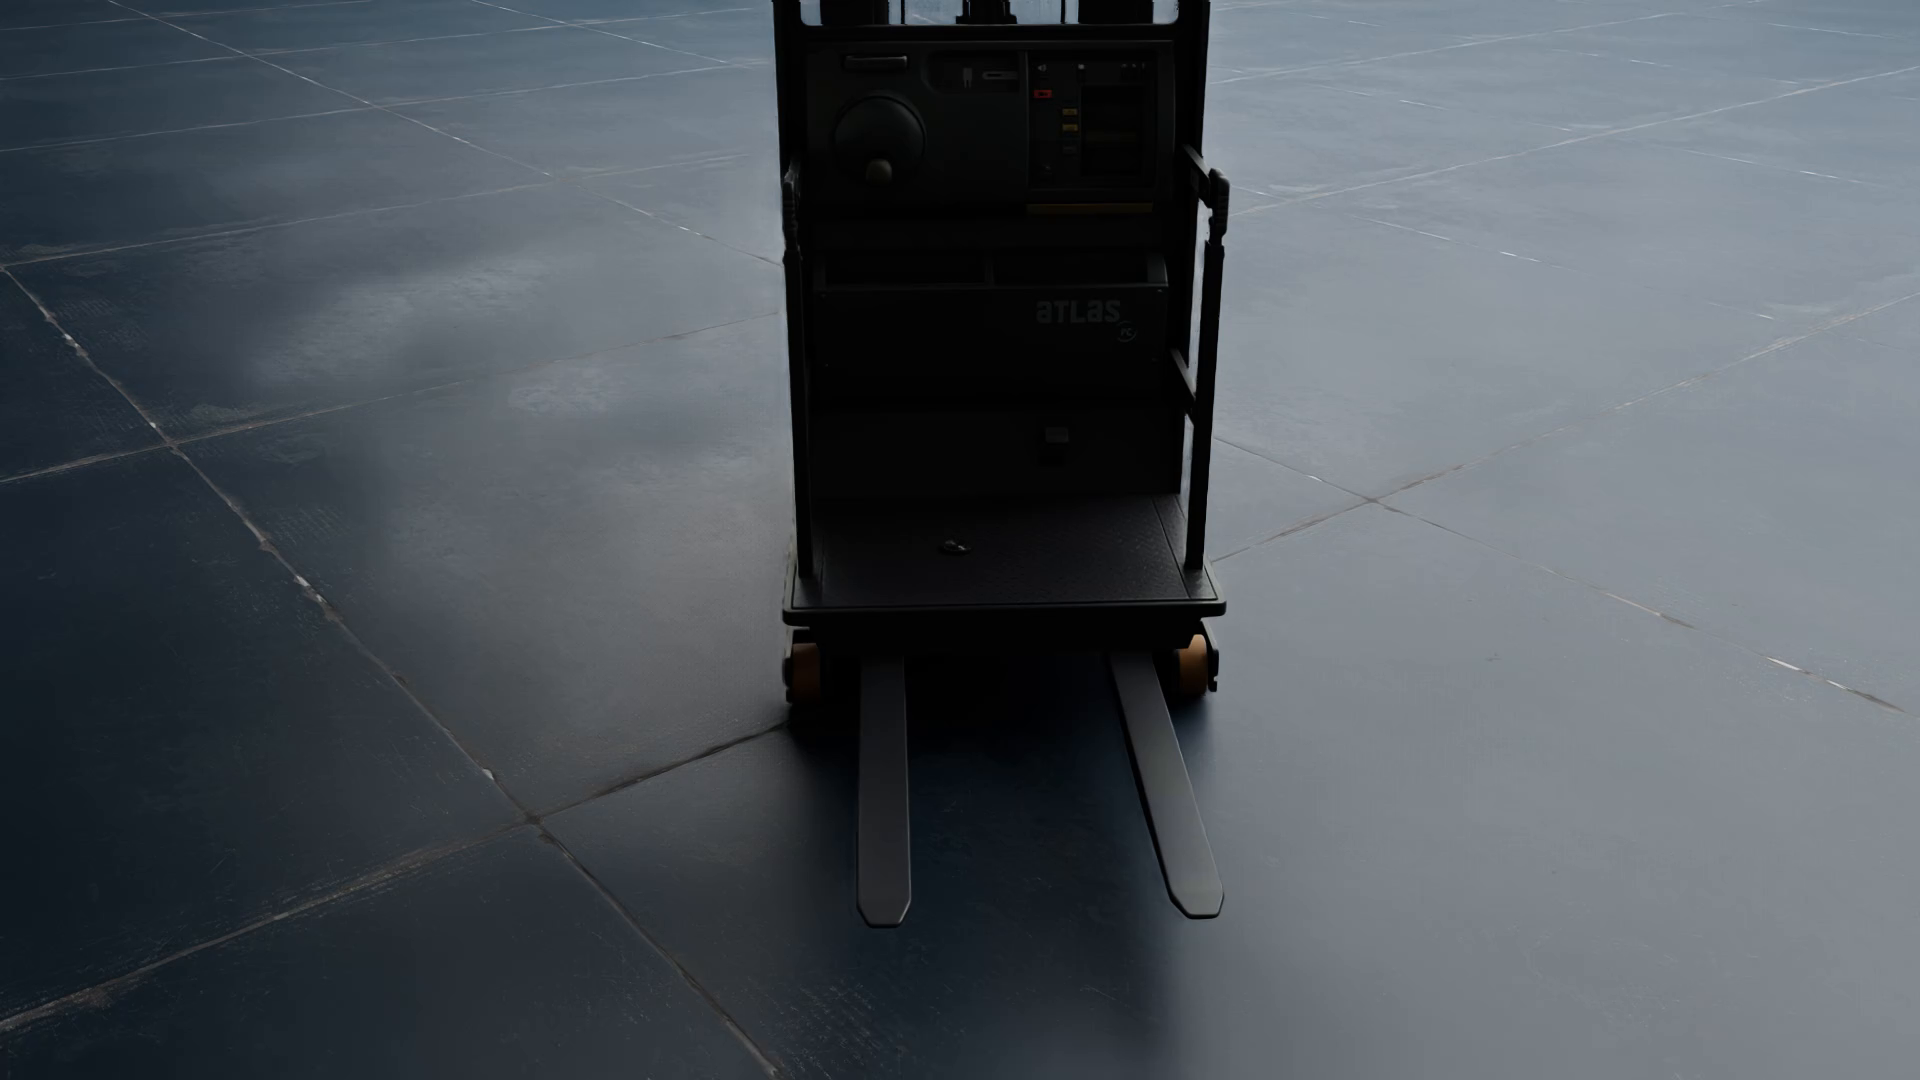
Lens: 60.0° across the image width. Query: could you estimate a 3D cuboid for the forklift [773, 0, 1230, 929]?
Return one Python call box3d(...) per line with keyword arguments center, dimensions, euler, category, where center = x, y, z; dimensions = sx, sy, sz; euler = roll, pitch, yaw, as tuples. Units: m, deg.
box3d(center=(0.091, -1.040, 4.009), dimensions=(1.130, 2.935, 3.031), euler=(-1, 25, -2), category="forklift")
